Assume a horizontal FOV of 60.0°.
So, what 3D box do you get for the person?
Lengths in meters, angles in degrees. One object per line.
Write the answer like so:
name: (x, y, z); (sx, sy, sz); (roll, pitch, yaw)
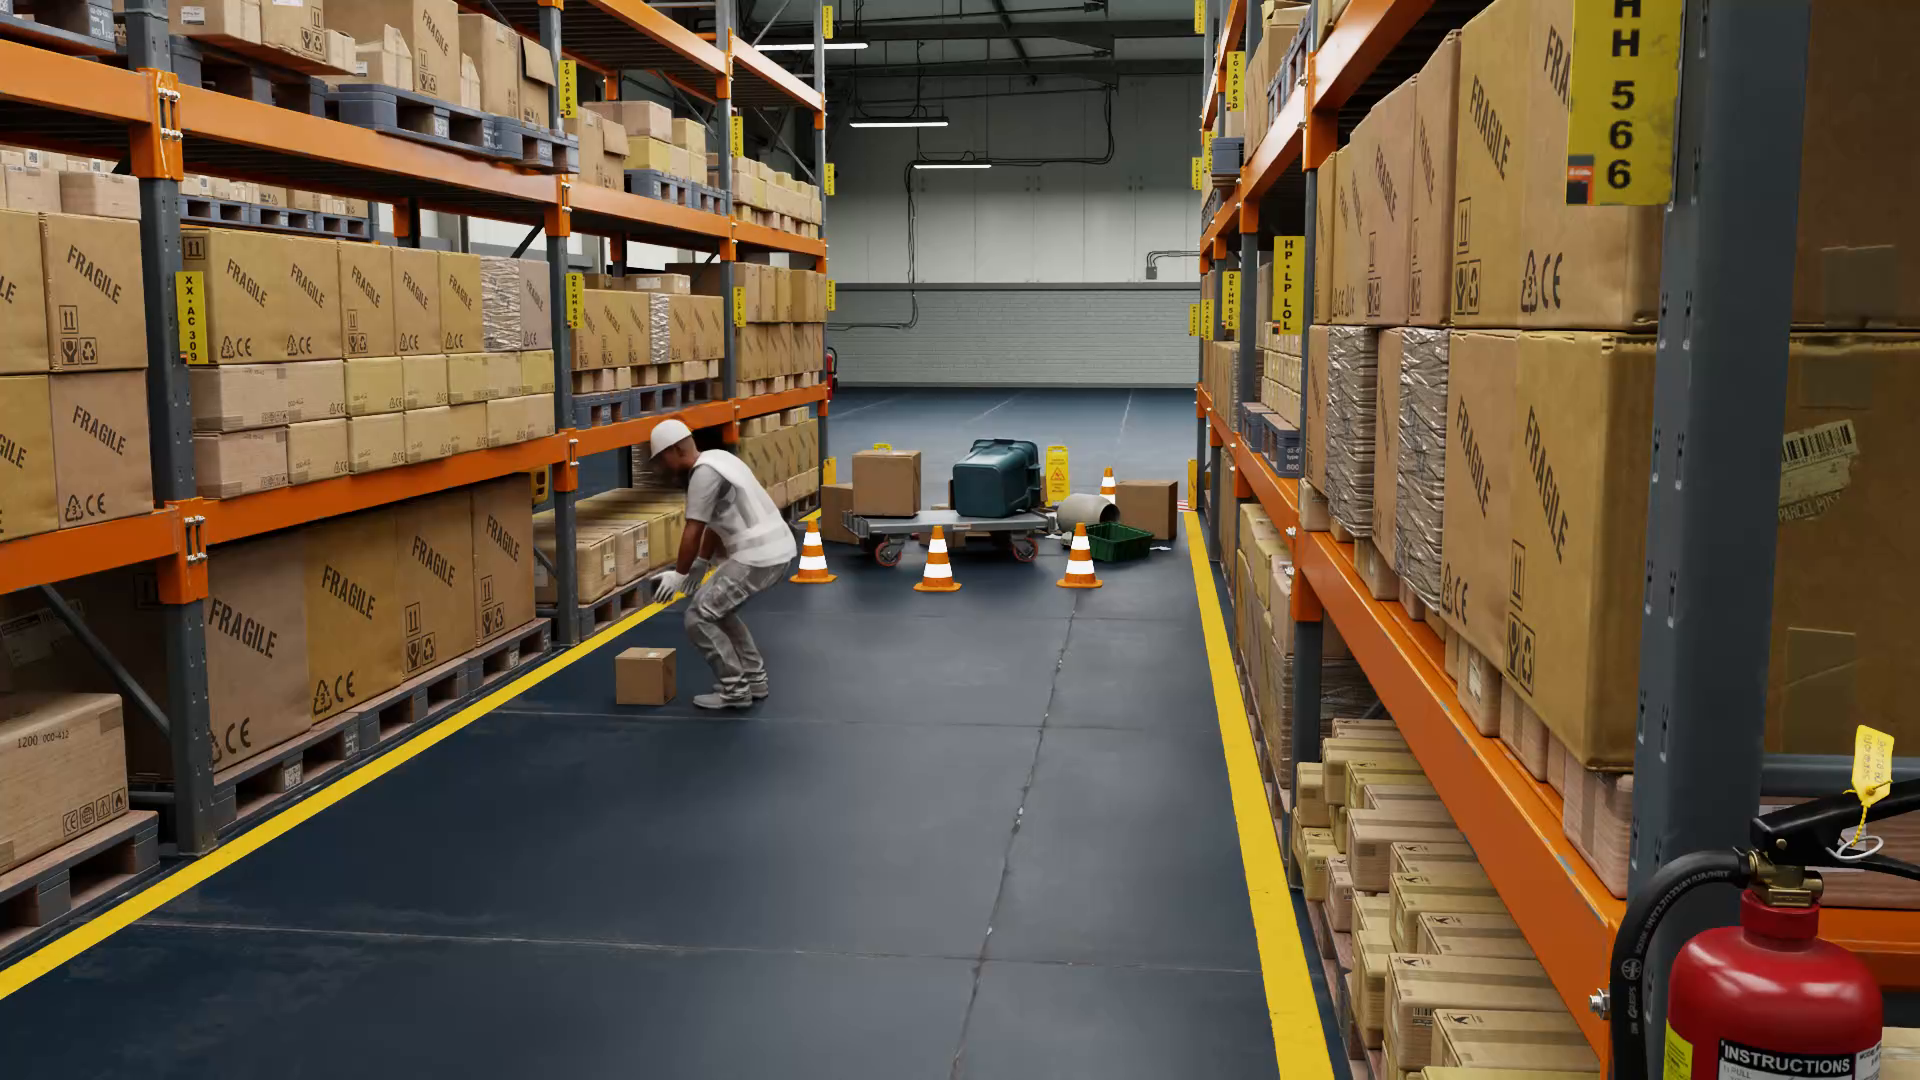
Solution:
person: (-1.219, 0.119, 8.516); (0.737, 1.469, 0.611); (1, 8, 6)
